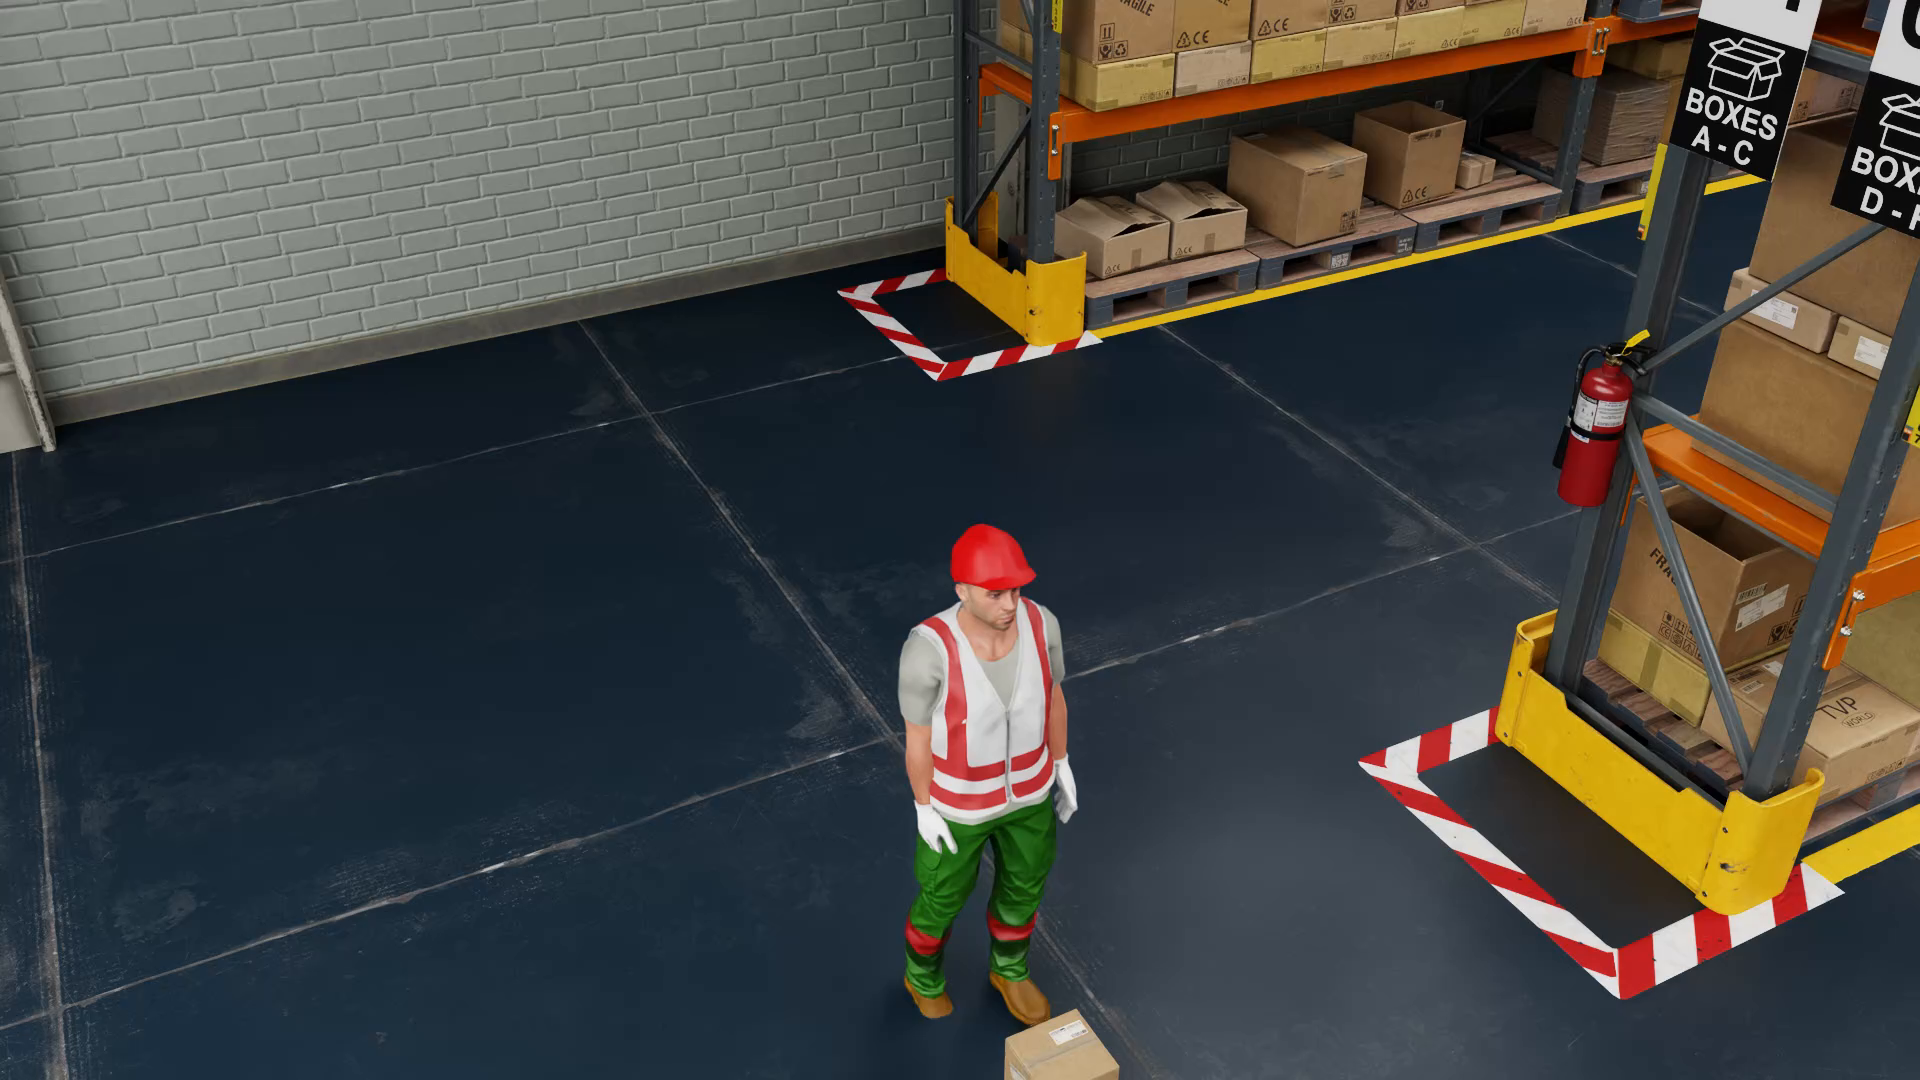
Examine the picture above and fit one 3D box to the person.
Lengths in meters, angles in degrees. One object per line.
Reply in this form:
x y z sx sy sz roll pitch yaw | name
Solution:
0.096 0.768 4.970 0.531 1.842 0.389 -15 36 -22 | person
